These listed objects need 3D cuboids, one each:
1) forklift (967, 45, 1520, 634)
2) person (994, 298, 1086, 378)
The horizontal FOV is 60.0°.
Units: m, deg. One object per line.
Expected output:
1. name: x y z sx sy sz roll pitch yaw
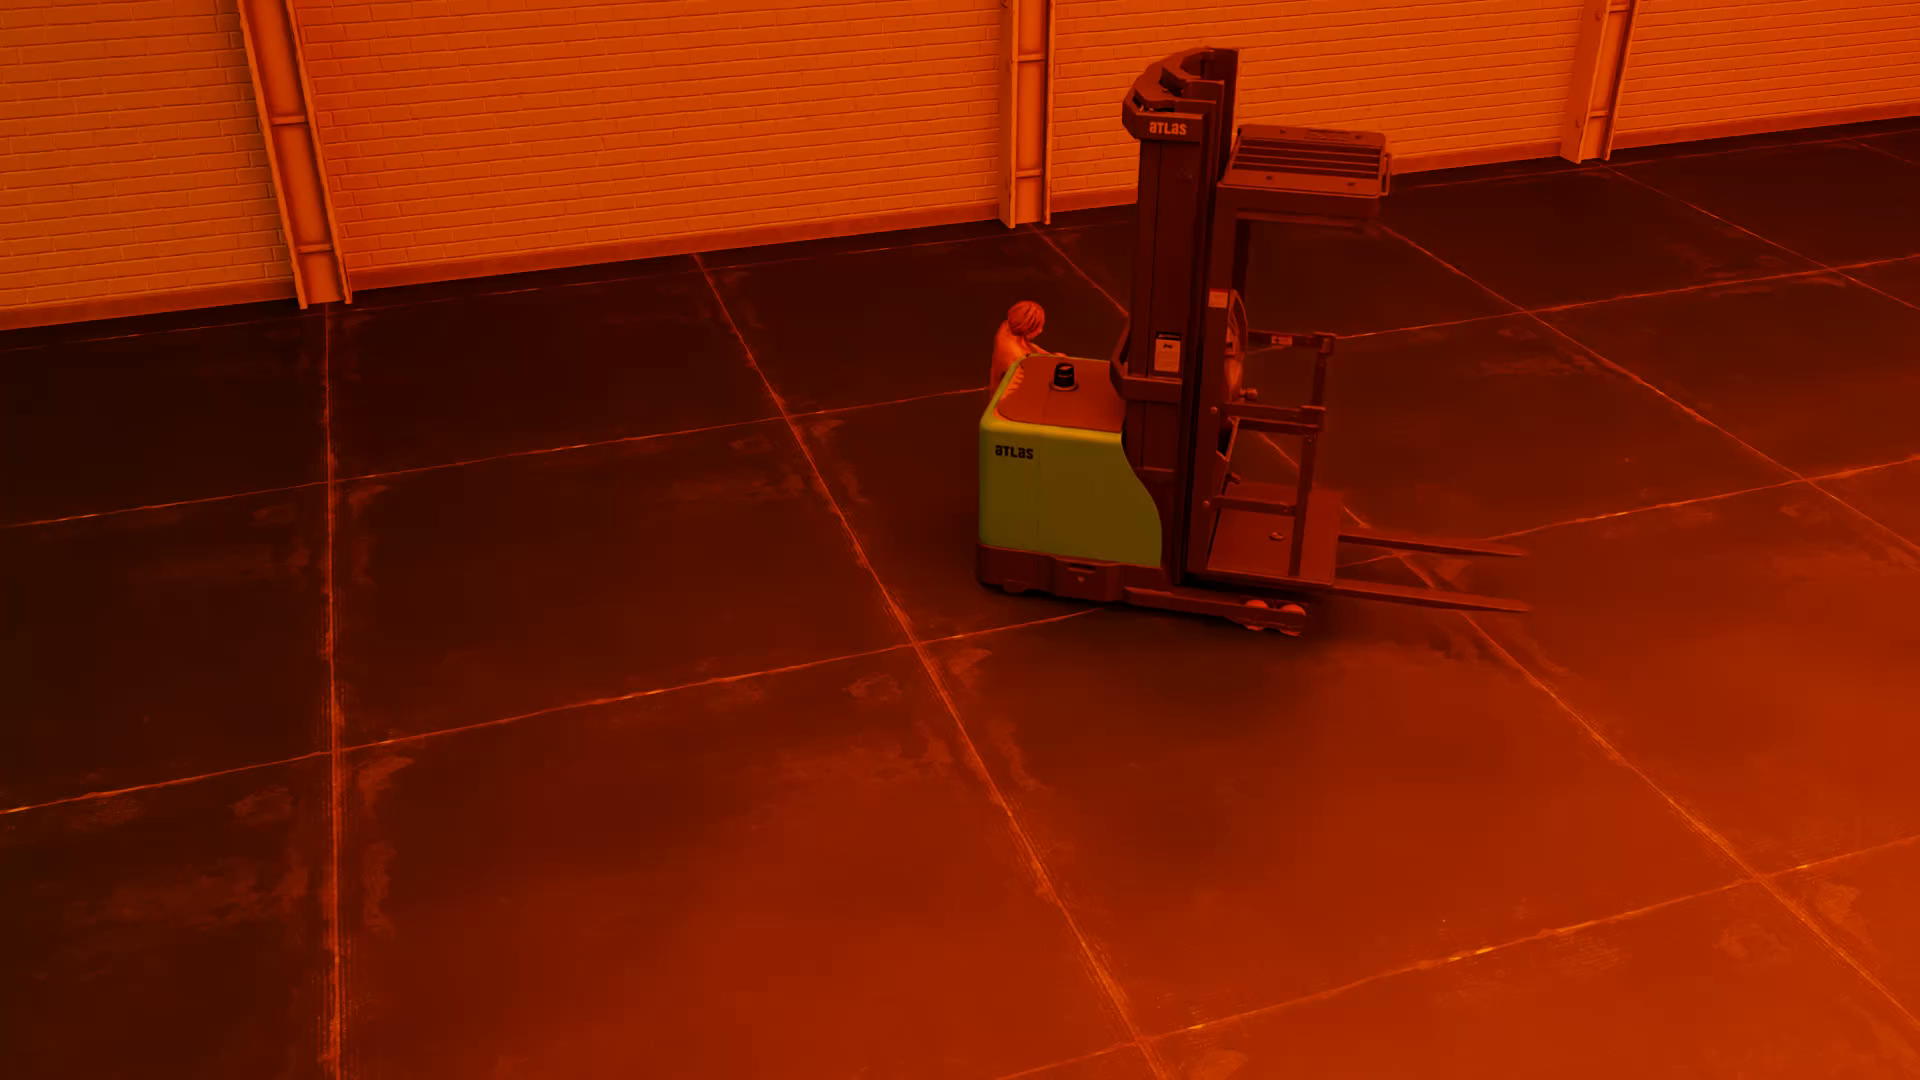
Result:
1. forklift: 1.616 -1.048 8.908 3.031 2.935 1.130 7 31 12
2. person: 0.547 -0.838 10.090 0.688 1.368 0.847 0 30 0
